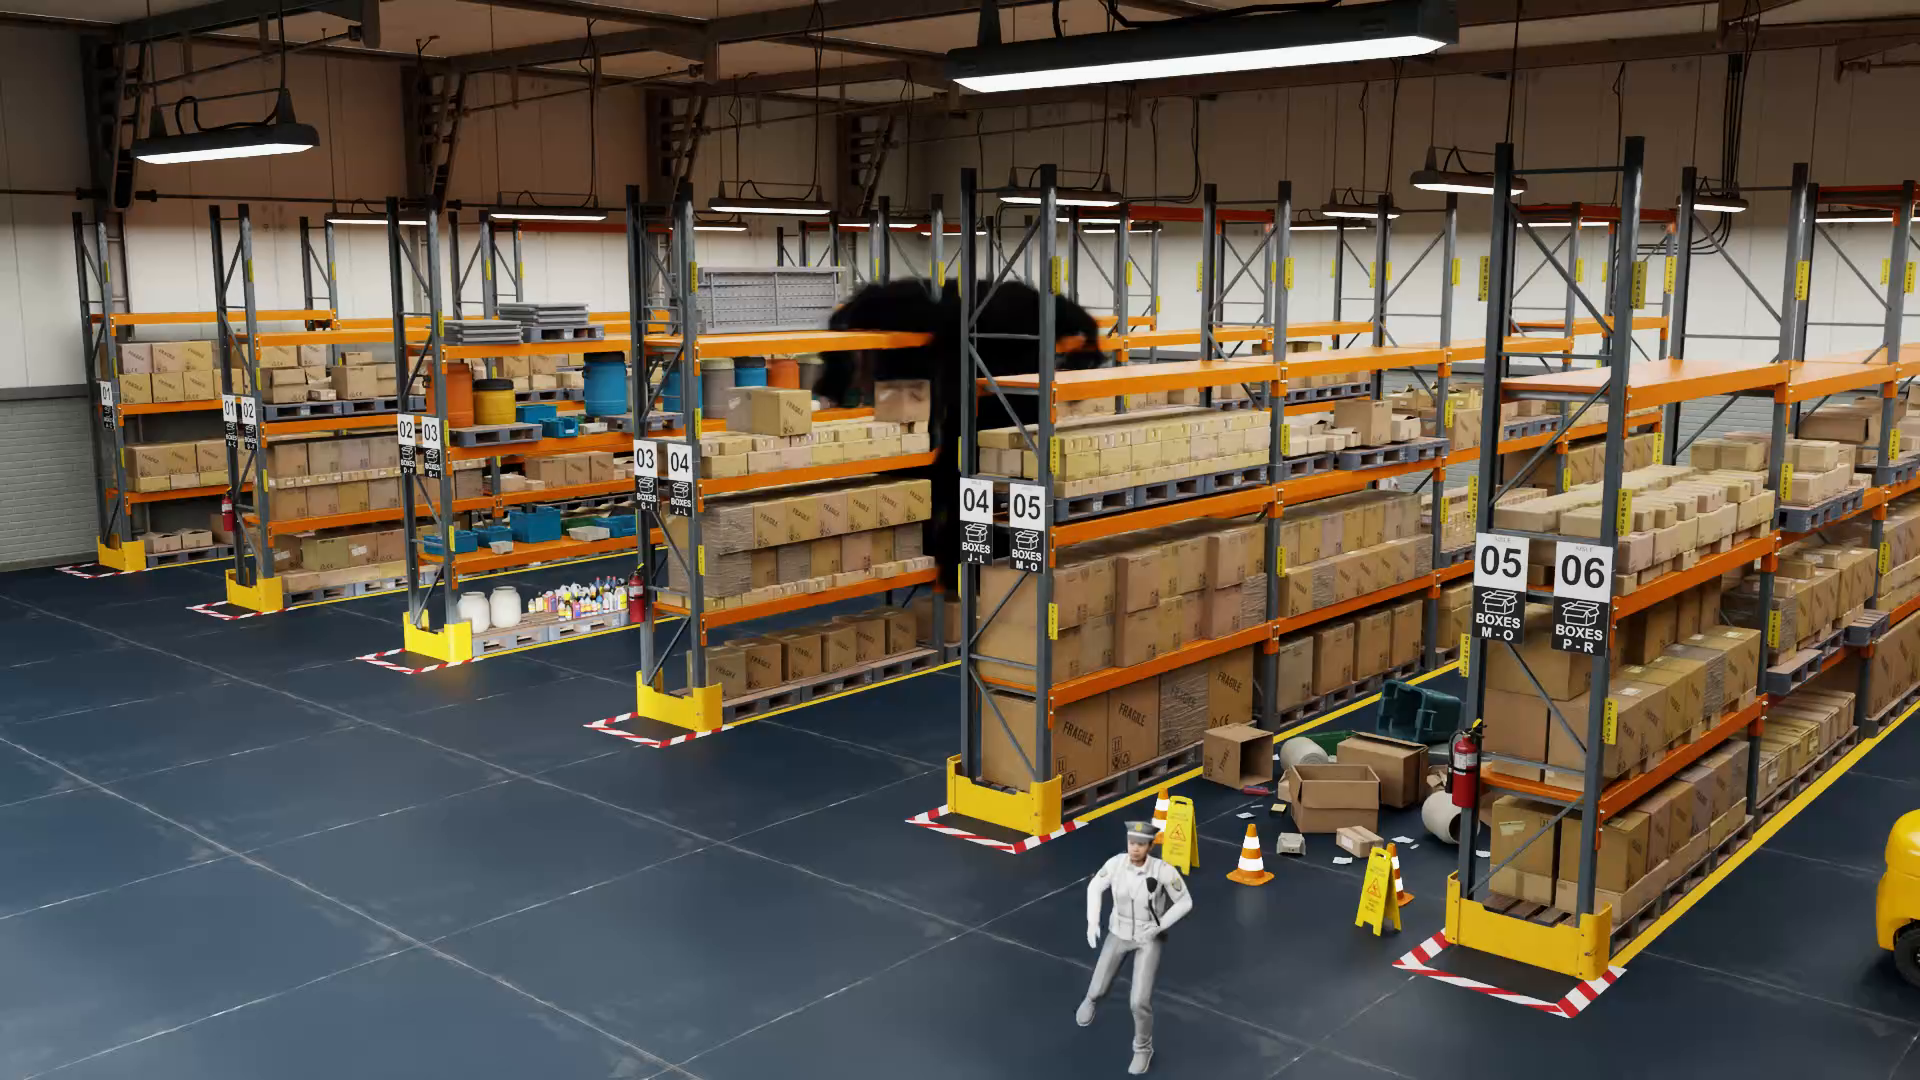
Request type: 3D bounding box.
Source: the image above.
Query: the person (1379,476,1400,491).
[{"bbox_3d":[7.982,-0.883,31.376,0.746,1.745,0.583,-8,12,-40],"label":"person"}]

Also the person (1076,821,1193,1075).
[{"bbox_3d":[1.124,2.605,10.878,0.792,1.680,0.591,3,10,16],"label":"person"}]
